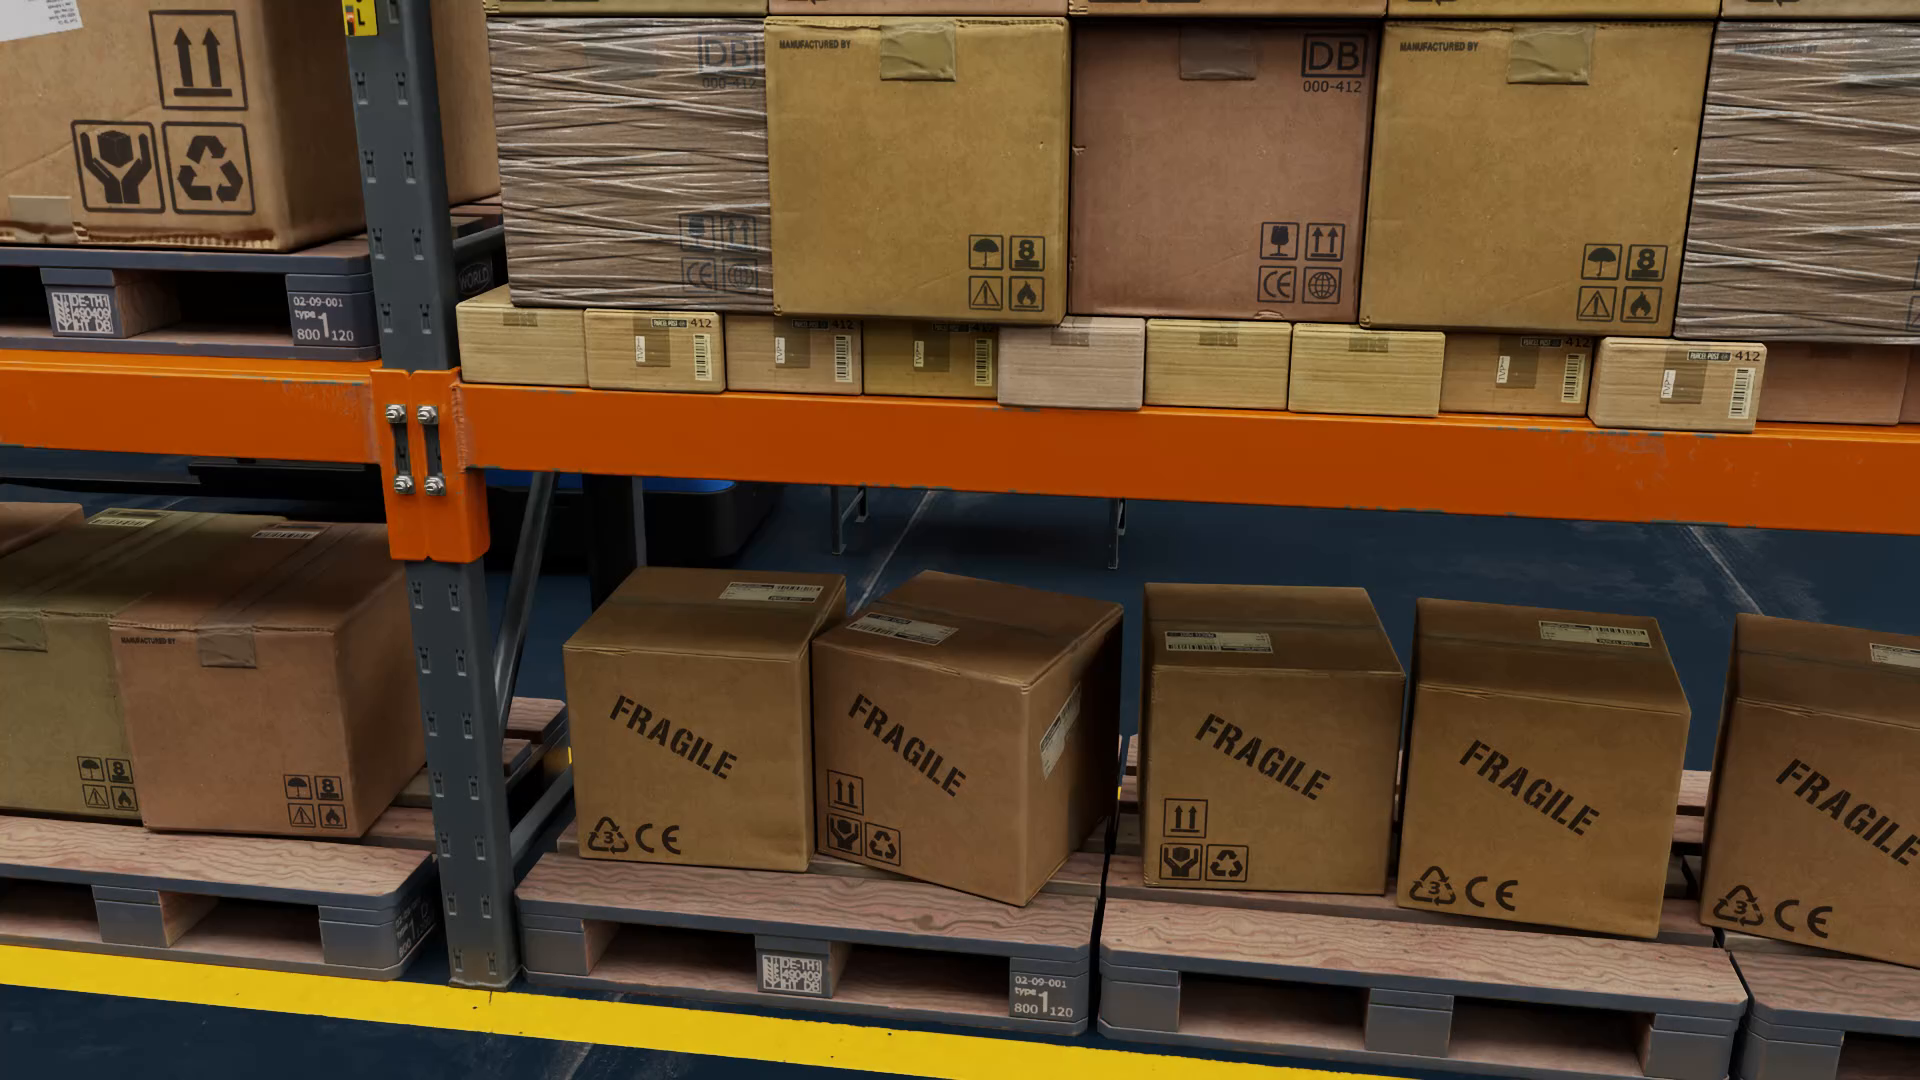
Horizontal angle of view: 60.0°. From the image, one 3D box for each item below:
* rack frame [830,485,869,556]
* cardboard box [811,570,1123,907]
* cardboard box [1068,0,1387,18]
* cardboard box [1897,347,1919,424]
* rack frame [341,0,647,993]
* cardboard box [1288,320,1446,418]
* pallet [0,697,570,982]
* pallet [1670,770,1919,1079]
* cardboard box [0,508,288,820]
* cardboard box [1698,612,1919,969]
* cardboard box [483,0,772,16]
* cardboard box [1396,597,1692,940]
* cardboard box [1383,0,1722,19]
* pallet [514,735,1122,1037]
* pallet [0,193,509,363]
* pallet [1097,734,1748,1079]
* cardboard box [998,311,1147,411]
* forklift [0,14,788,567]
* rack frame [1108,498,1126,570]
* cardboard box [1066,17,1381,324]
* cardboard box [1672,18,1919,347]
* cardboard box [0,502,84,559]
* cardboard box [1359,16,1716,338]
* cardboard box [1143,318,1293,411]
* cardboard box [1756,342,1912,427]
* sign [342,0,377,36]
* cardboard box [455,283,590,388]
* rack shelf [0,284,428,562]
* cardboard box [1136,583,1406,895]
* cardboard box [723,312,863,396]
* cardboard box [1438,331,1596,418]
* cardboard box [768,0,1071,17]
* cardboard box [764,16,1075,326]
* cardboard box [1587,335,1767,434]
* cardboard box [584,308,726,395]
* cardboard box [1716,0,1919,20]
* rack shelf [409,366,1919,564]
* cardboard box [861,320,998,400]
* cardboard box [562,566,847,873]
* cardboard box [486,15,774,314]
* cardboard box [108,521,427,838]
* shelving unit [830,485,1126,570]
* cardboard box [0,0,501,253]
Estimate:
[{"bbox_3d":[-0.418,-0.733,6.129,0.032,1.500,0.500,3,19,9],"label":"rack frame"},{"bbox_3d":[0.024,0.410,3.629,0.500,0.500,0.500,9,21,26],"label":"cardboard box"},{"bbox_3d":[0.460,-1.146,2.799,0.500,0.500,0.500,3,19,9],"label":"cardboard box"},{"bbox_3d":[1.718,-0.317,2.920,0.250,0.149,0.380,3,19,9],"label":"cardboard box"},{"bbox_3d":[-0.931,-0.636,3.476,0.127,3.000,1.000,3,19,9],"label":"rack frame"},{"bbox_3d":[0.717,-0.340,2.989,0.250,0.149,0.380,3,19,9],"label":"cardboard box"},{"bbox_3d":[-1.700,0.648,4.034,1.213,0.211,1.003,3,19,9],"label":"pallet"},{"bbox_3d":[2.147,0.832,3.484,1.213,0.211,1.003,3,19,9],"label":"pallet"},{"bbox_3d":[-2.002,0.273,4.005,0.500,0.500,0.700,3,19,8],"label":"cardboard box"},{"bbox_3d":[1.809,0.496,3.372,0.500,0.500,0.500,8,20,23],"label":"cardboard box"},{"bbox_3d":[-0.527,-1.196,2.949,0.500,0.500,0.500,3,19,9],"label":"cardboard box"},{"bbox_3d":[1.194,0.458,3.484,0.500,0.500,0.500,5,19,14],"label":"cardboard box"},{"bbox_3d":[0.956,-1.124,2.734,0.500,0.500,0.500,3,19,9],"label":"cardboard box"},{"bbox_3d":[-0.262,0.709,3.851,1.213,0.211,1.003,3,19,9],"label":"pallet"},{"bbox_3d":[-1.663,-0.629,3.758,1.213,0.211,1.003,3,19,9],"label":"pallet"},{"bbox_3d":[0.946,0.770,3.669,1.213,0.211,1.003,3,19,9],"label":"pallet"},{"bbox_3d":[0.218,-0.356,3.036,0.250,0.149,0.380,3,19,9],"label":"cardboard box"},{"bbox_3d":[-2.251,-1.473,6.086,3.031,2.935,1.130,2,19,6],"label":"forklift"},{"bbox_3d":[0.586,-0.681,5.976,0.032,1.500,0.500,3,19,9],"label":"rack frame"},{"bbox_3d":[0.501,-0.753,3.198,0.500,0.500,0.875,3,19,9],"label":"cardboard box"},{"bbox_3d":[1.480,-0.686,2.998,0.500,0.500,0.875,3,19,9],"label":"cardboard box"},{"bbox_3d":[-2.554,0.245,4.089,0.500,0.500,0.700,1,19,4],"label":"cardboard box"},{"bbox_3d":[0.988,-0.714,3.085,0.500,0.500,0.875,3,19,9],"label":"cardboard box"},{"bbox_3d":[0.472,-0.356,3.037,0.250,0.149,0.380,3,19,9],"label":"cardboard box"},{"bbox_3d":[1.467,-0.323,2.937,0.250,0.149,0.380,3,19,9],"label":"cardboard box"},{"bbox_3d":[-1.016,-1.011,2.772,0.005,0.325,0.100,3,19,9],"label":"sign"},{"bbox_3d":[-0.767,-0.412,3.202,0.250,0.149,0.380,3,19,9],"label":"cardboard box"},{"bbox_3d":[-2.906,-0.395,3.891,4.000,0.370,1.077,3,19,9],"label":"rack shelf"},{"bbox_3d":[0.650,0.416,3.610,0.500,0.500,0.500,1,19,4],"label":"cardboard box"},{"bbox_3d":[-0.271,-0.391,3.141,0.250,0.149,0.380,3,19,9],"label":"cardboard box"},{"bbox_3d":[0.971,-0.342,2.994,0.250,0.149,0.380,3,19,9],"label":"cardboard box"},{"bbox_3d":[-0.033,-1.172,2.875,0.500,0.500,0.500,3,19,9],"label":"cardboard box"},{"bbox_3d":[-0.008,-0.746,3.179,0.500,0.500,0.875,3,19,9],"label":"cardboard box"},{"bbox_3d":[1.206,-0.308,2.891,0.250,0.149,0.380,3,19,9],"label":"cardboard box"},{"bbox_3d":[-0.522,-0.395,3.152,0.250,0.149,0.380,3,19,9],"label":"cardboard box"},{"bbox_3d":[1.448,-1.097,2.651,0.500,0.500,0.500,3,19,9],"label":"cardboard box"},{"bbox_3d":[1.044,-0.194,3.289,4.000,0.370,1.077,3,19,9],"label":"rack shelf"},{"bbox_3d":[-0.022,-0.381,3.112,0.250,0.149,0.380,3,19,9],"label":"cardboard box"},{"bbox_3d":[-0.542,0.383,3.709,0.500,0.500,0.500,2,19,7],"label":"cardboard box"},{"bbox_3d":[-0.497,-0.782,3.287,0.500,0.500,0.875,3,19,9],"label":"cardboard box"},{"bbox_3d":[-1.534,0.303,3.915,0.500,0.500,0.700,1,19,4],"label":"cardboard box"},{"bbox_3d":[0.084,-0.707,6.052,1.048,1.500,0.538,3,19,9],"label":"shelving unit"},{"bbox_3d":[-1.693,-1.203,3.565,1.000,1.000,1.000,3,19,9],"label":"cardboard box"}]
